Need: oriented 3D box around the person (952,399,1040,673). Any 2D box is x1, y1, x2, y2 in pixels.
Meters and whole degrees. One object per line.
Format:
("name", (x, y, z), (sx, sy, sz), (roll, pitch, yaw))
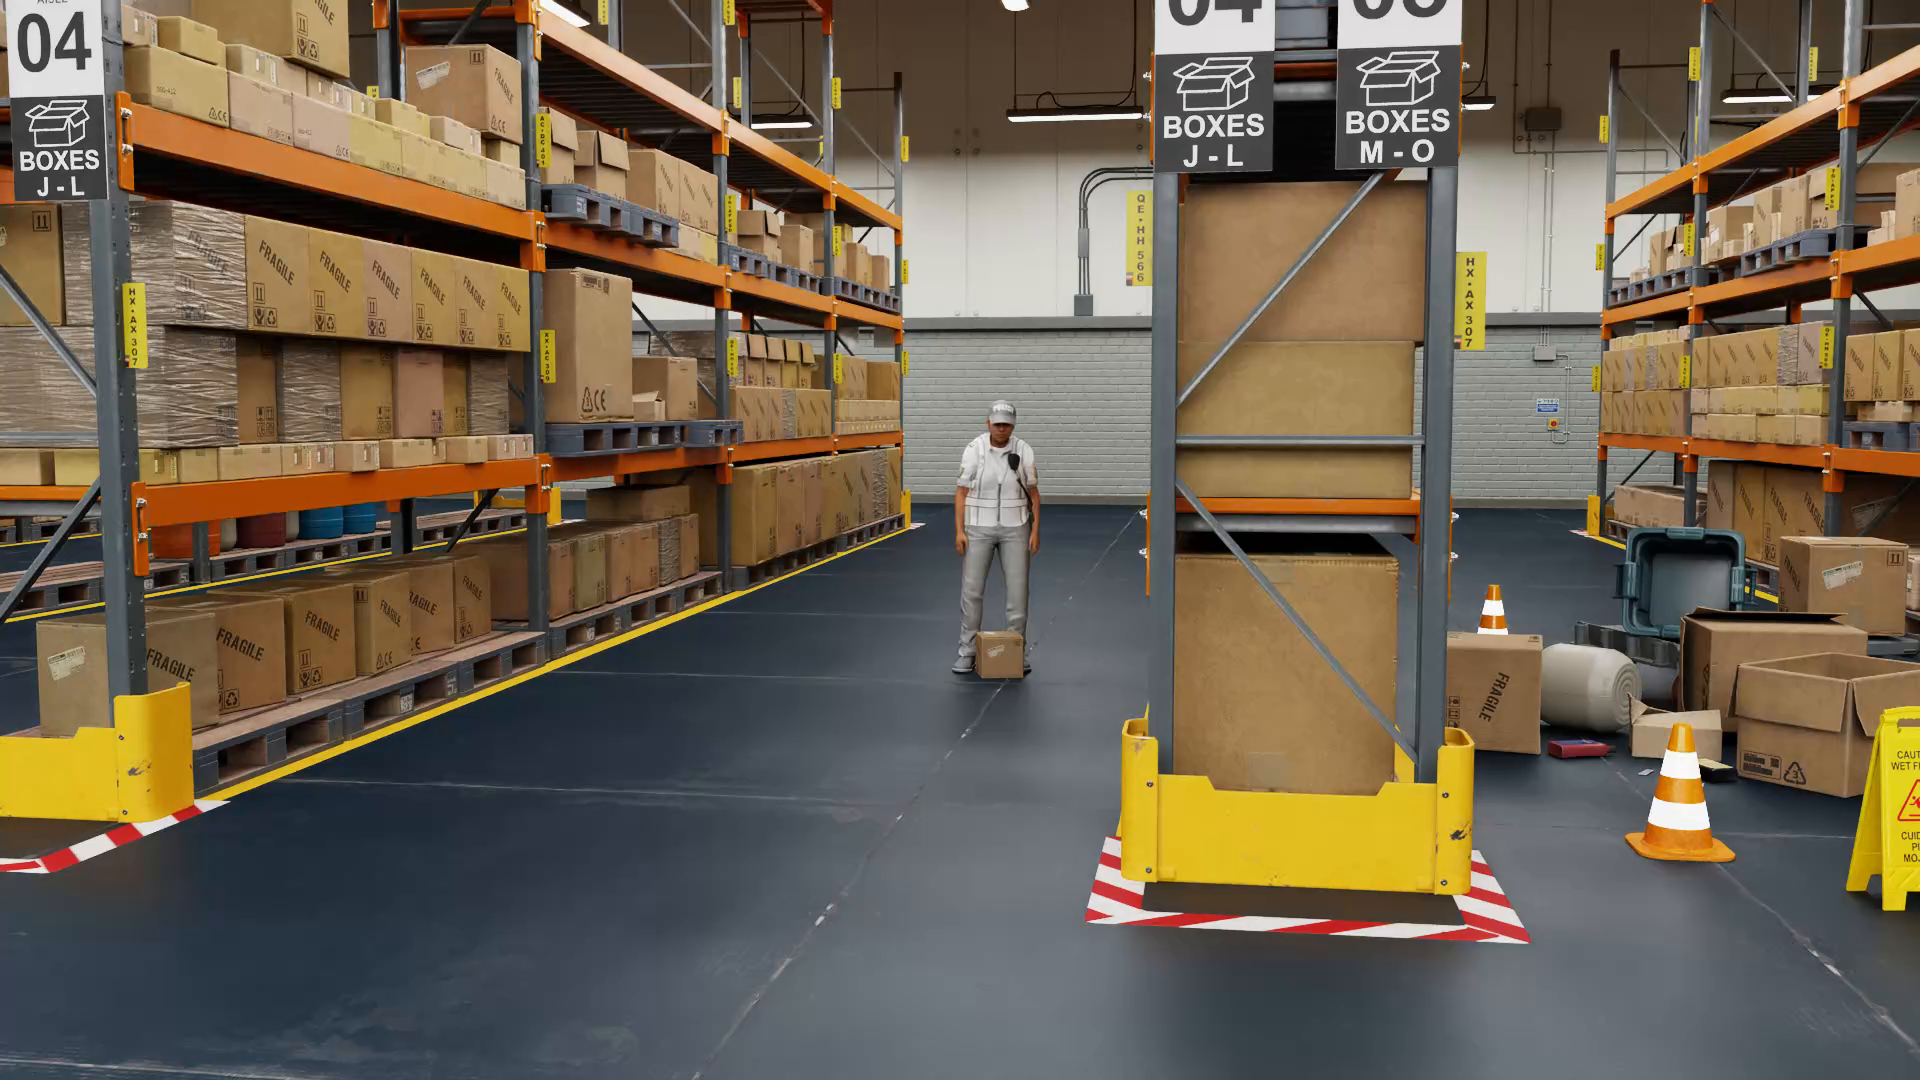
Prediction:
("person", (0.222, -0.028, 10.217), (0.548, 1.666, 0.473), (0, 5, -2))
